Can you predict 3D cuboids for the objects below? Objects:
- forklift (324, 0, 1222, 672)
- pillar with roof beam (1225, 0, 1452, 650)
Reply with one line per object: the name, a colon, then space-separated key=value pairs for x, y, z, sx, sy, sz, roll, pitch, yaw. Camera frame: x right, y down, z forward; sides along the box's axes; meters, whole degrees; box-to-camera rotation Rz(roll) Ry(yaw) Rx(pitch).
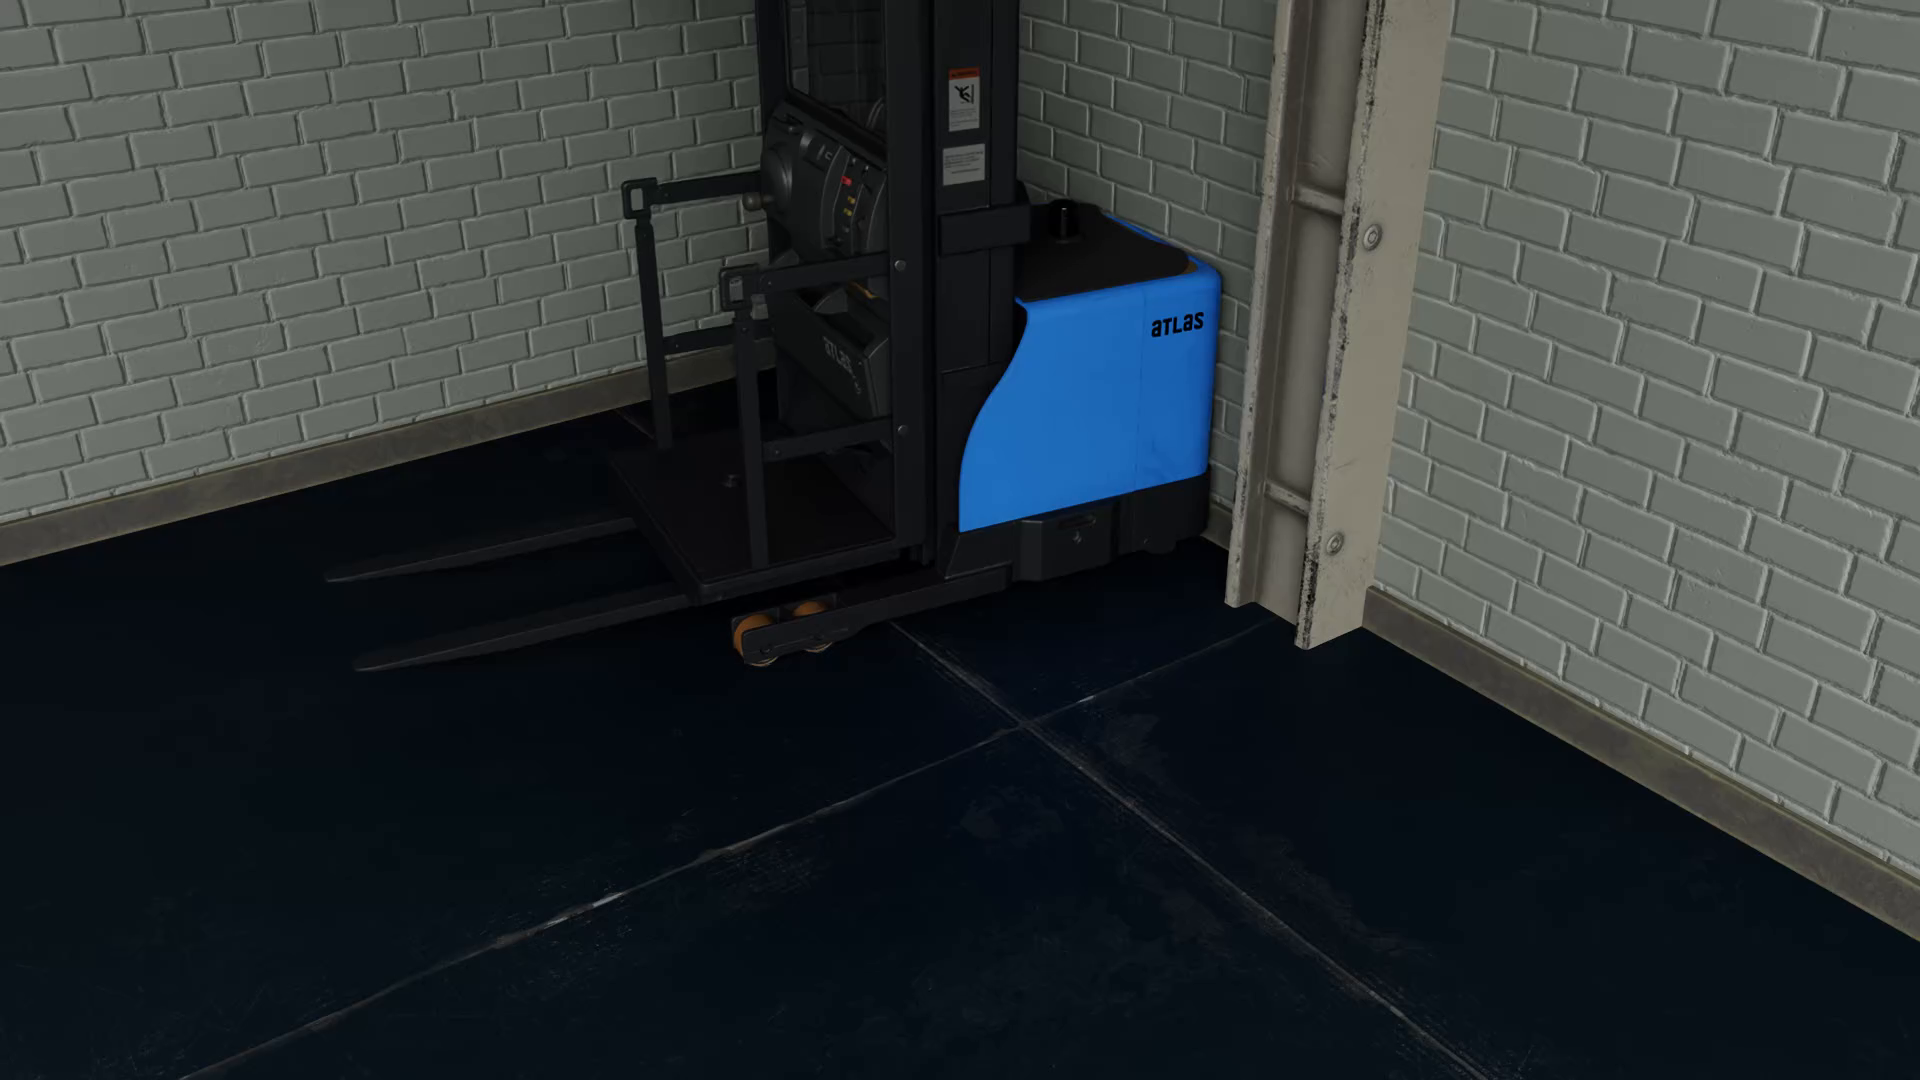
forklift: x=-0.632 y=-1.161 z=5.316 sx=3.031 sy=2.935 sz=1.130 roll=-13 pitch=31 yaw=-23
pillar with roof beam: x=-2.340 y=-2.512 z=1.447 sx=9.100 sy=9.000 sz=0.400 roll=-19 pitch=34 yaw=-31
